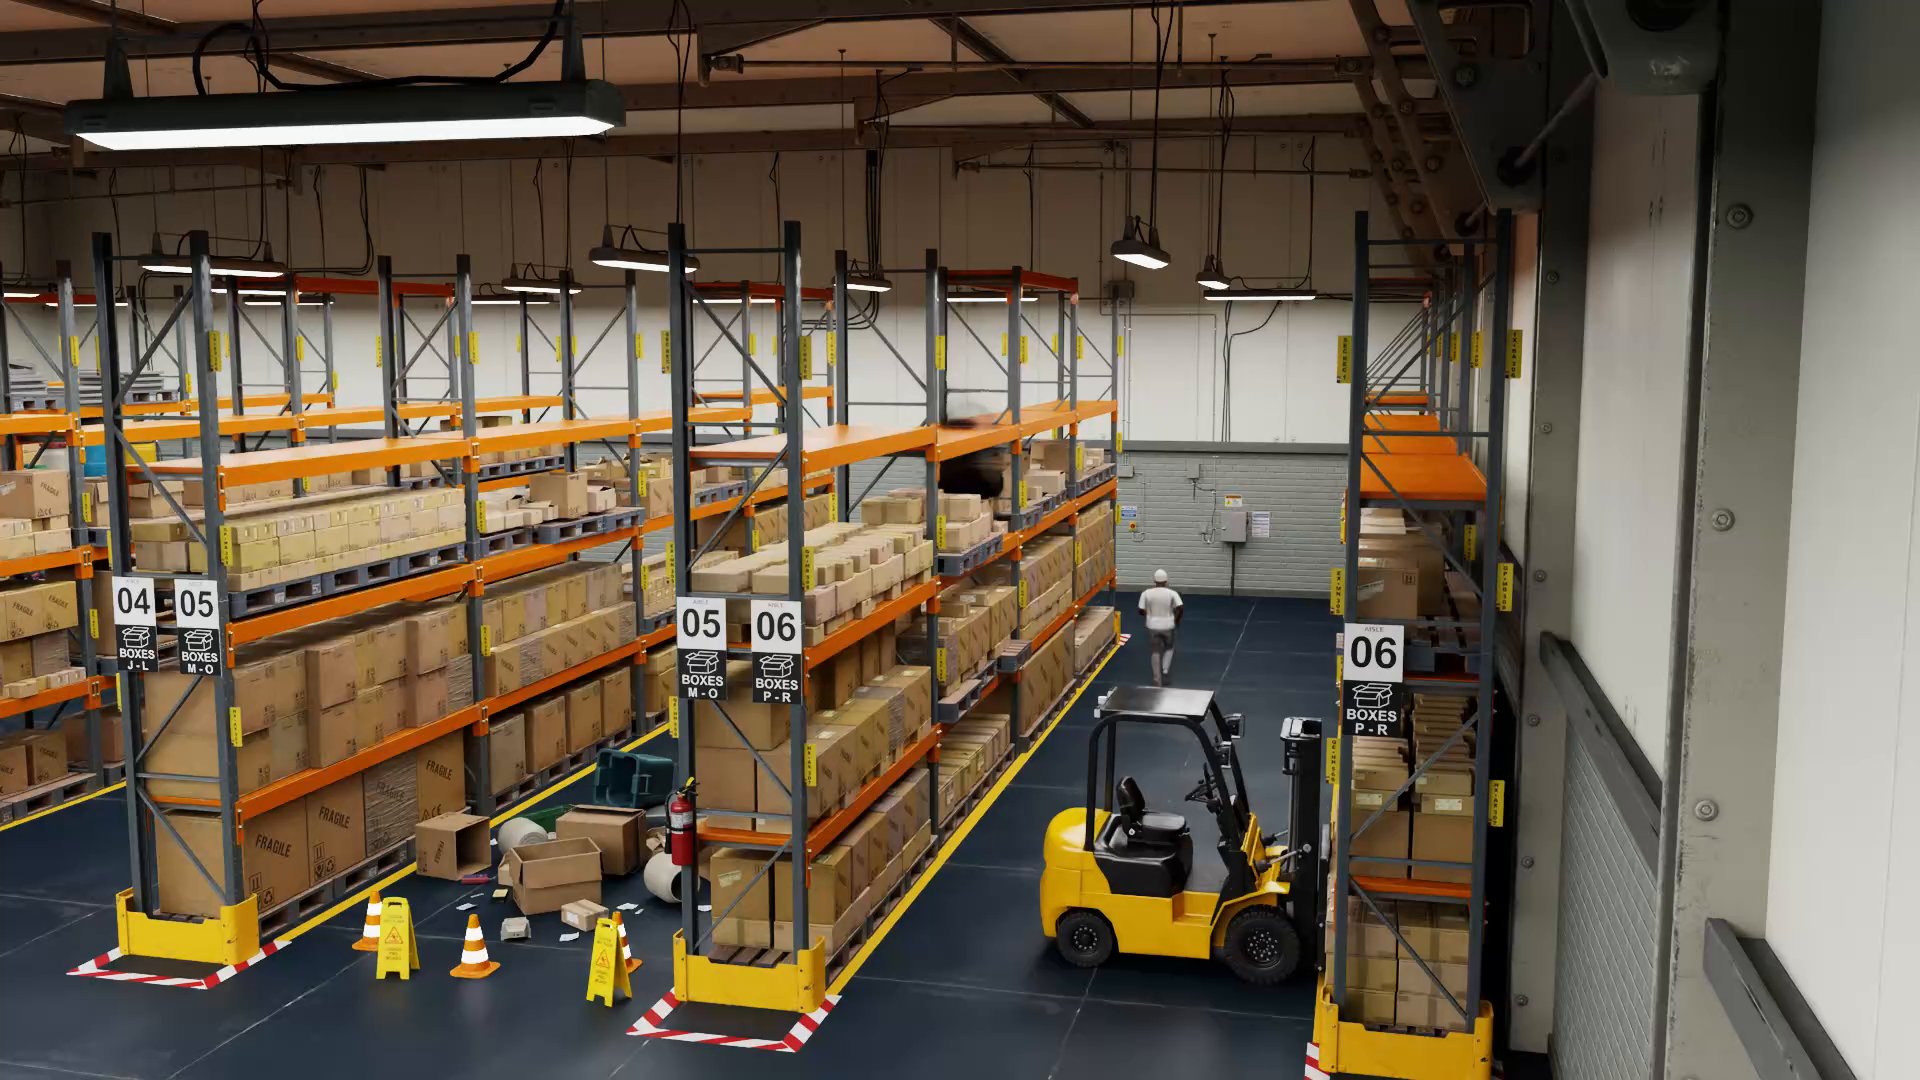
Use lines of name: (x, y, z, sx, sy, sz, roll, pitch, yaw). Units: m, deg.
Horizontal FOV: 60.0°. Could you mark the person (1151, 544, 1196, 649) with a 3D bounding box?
person: (3.535, 0.961, 27.458, 0.708, 1.791, 0.824, 2, 7, 17)
